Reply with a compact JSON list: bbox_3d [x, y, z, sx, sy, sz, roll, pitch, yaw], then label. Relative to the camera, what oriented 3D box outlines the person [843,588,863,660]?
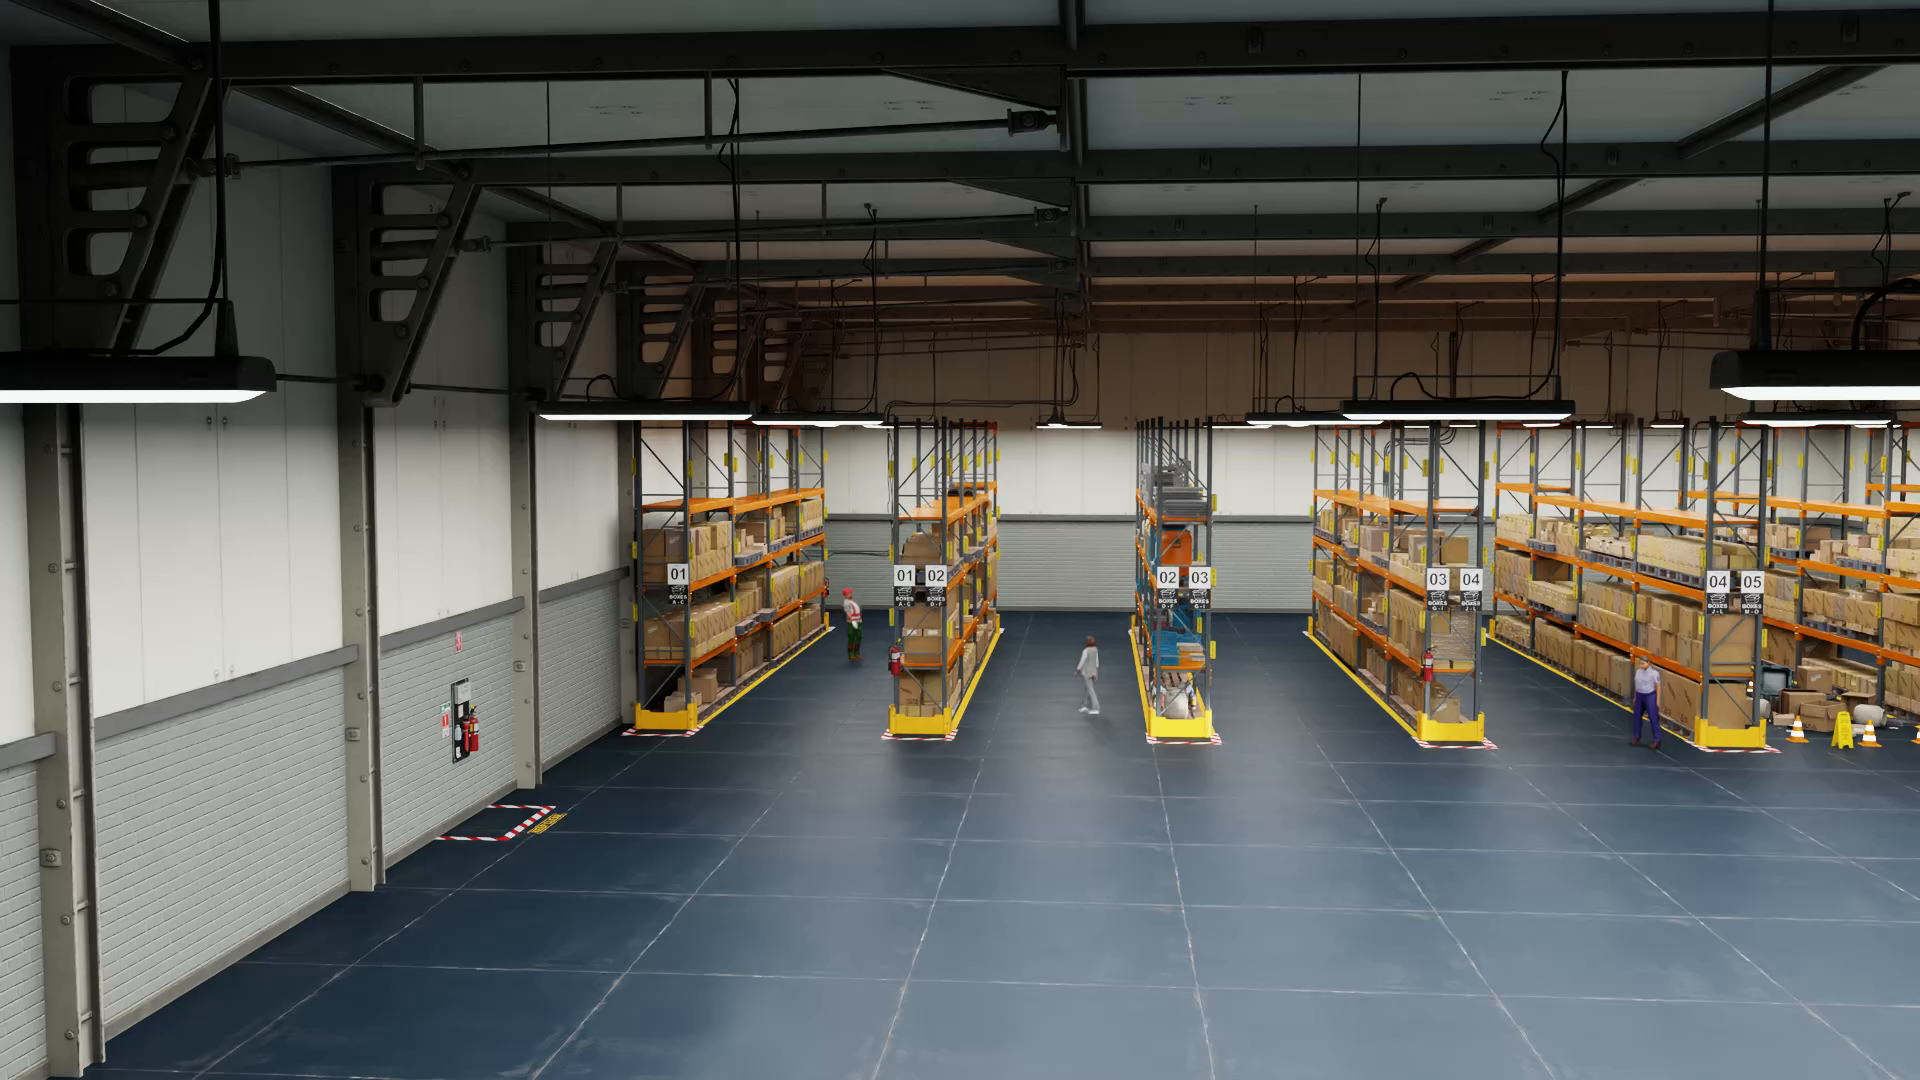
[{"bbox_3d":[-2.616,2.108,41.490,0.617,1.815,0.664,3,5,39],"label":"person"}]

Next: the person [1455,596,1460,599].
[{"bbox_3d":[13.724,1.871,46.320,0.507,1.645,0.699,1,4,18],"label":"person"}]

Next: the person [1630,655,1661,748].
[{"bbox_3d":[12.504,2.929,30.295,0.398,1.635,0.579,-2,4,-27],"label":"person"}]

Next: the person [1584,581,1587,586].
[{"bbox_3d":[17.023,1.945,45.209,0.377,1.672,0.507,2,4,27],"label":"person"}]

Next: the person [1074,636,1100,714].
[{"bbox_3d":[2.566,2.738,33.692,0.726,1.584,0.451,3,5,42],"label":"person"}]
